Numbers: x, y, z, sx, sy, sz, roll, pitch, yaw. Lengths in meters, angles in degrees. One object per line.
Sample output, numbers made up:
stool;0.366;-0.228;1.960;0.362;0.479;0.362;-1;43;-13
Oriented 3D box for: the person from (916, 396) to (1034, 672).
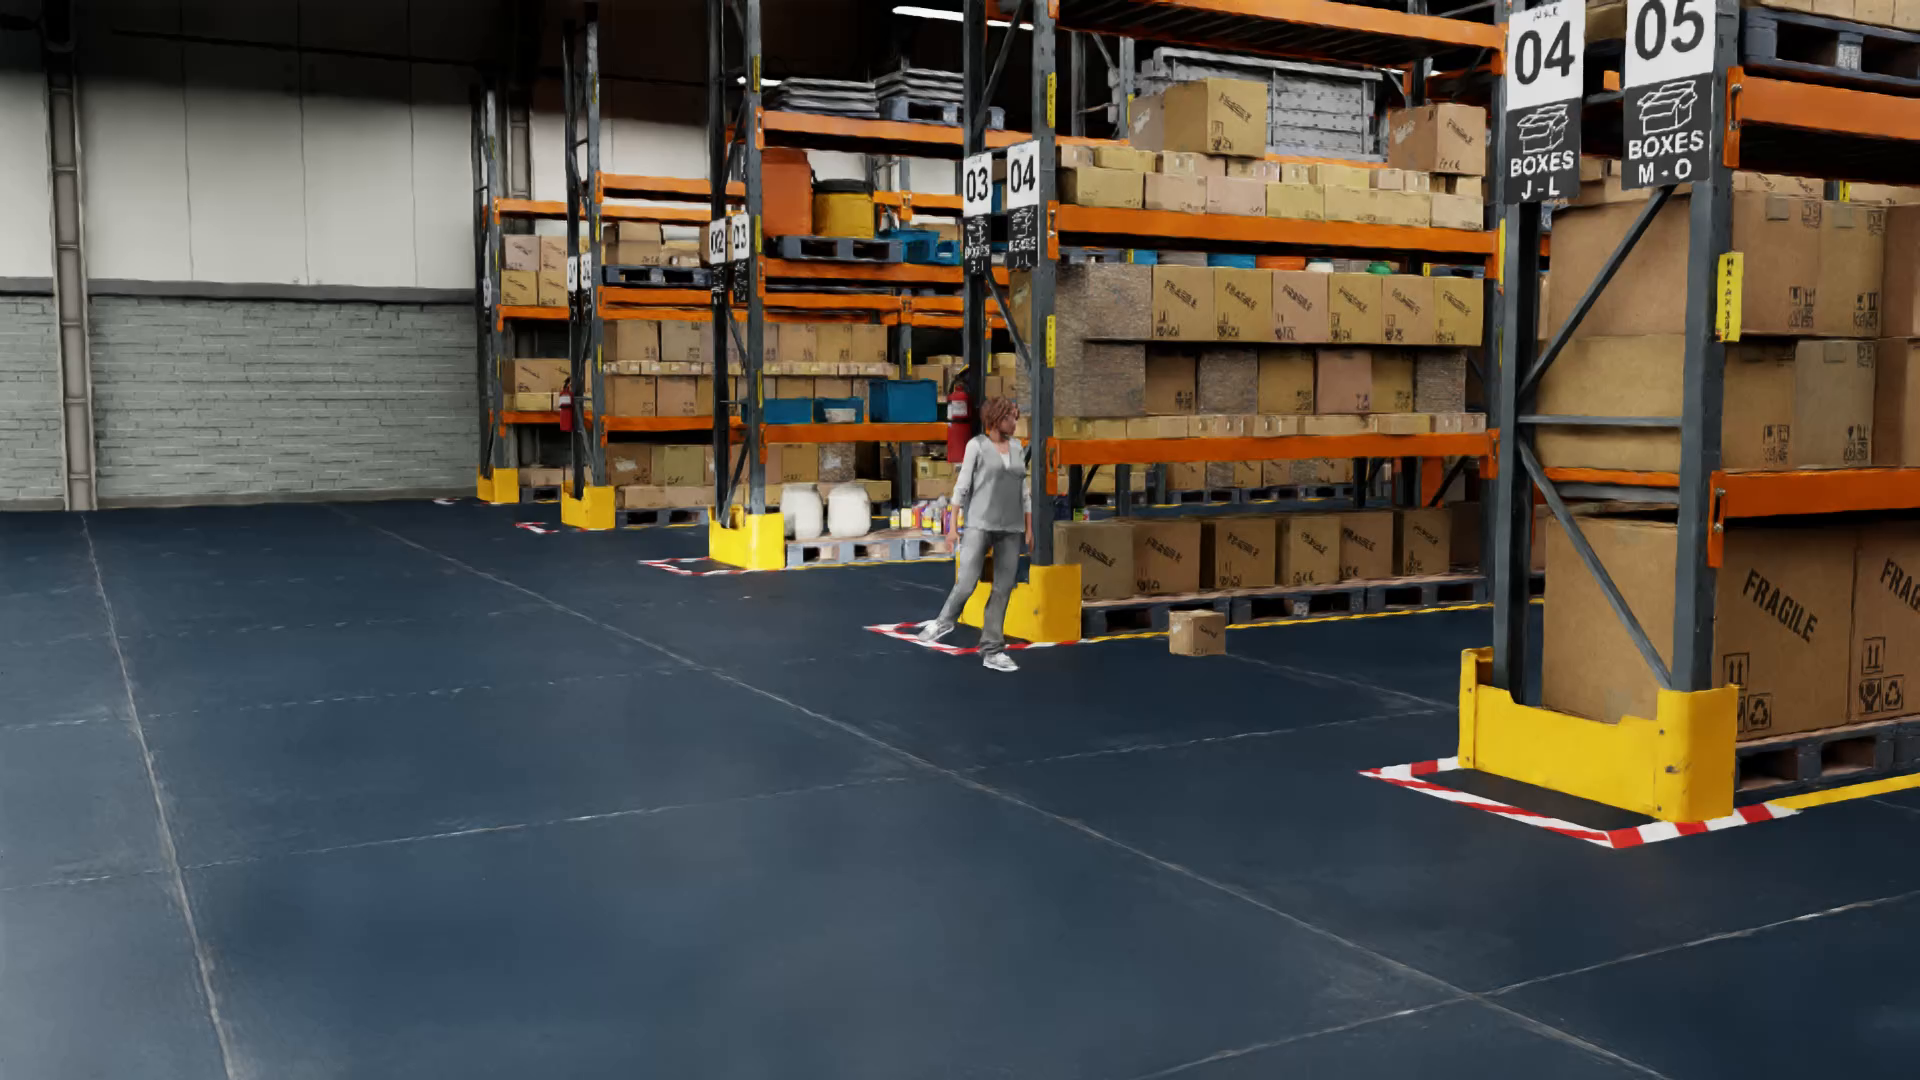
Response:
person;0.104;-0.025;9.740;0.610;1.553;0.559;-2;6;-22
